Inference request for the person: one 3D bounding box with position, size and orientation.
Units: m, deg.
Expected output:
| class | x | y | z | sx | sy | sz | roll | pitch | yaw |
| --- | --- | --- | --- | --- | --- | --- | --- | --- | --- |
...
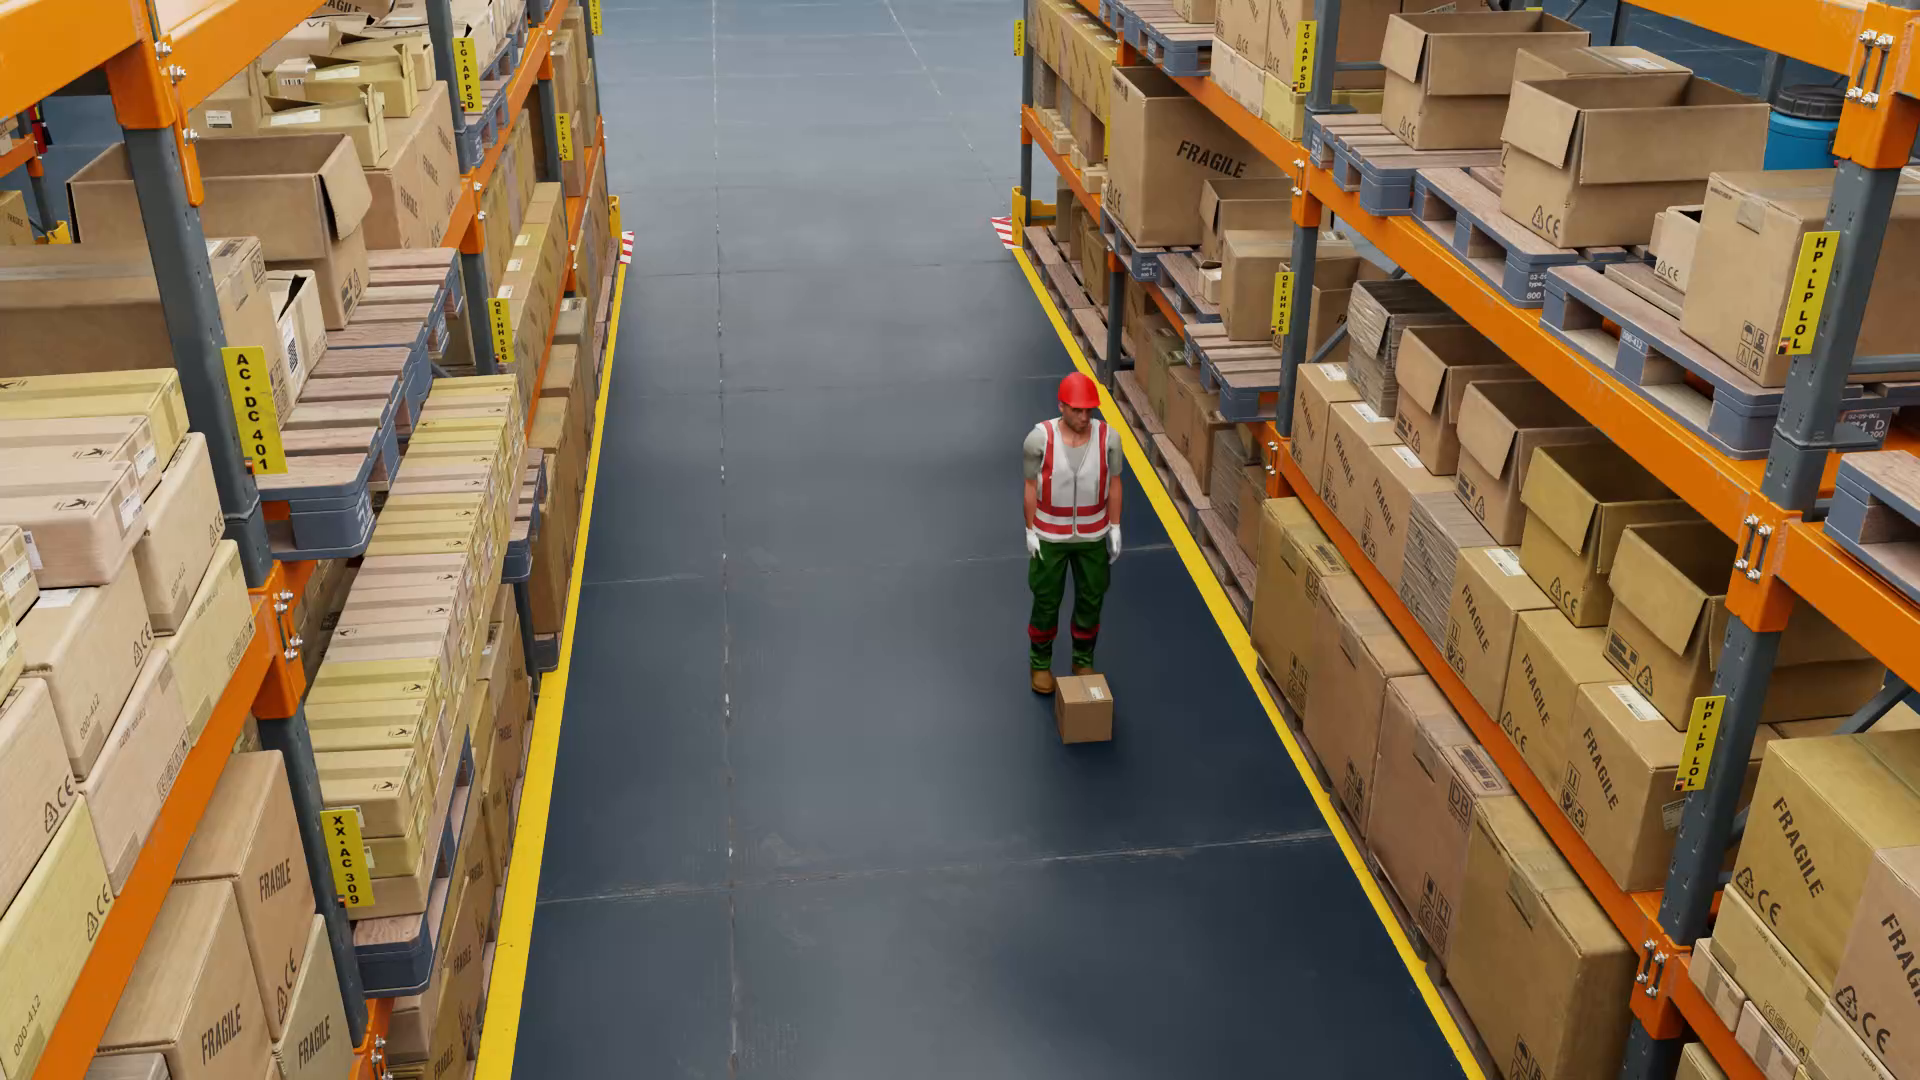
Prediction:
| class | x | y | z | sx | sy | sz | roll | pitch | yaw |
| --- | --- | --- | --- | --- | --- | --- | --- | --- | --- |
| person | 0.585 | -0.033 | 8.662 | 0.526 | 1.782 | 0.341 | -3 | 27 | -6 |
